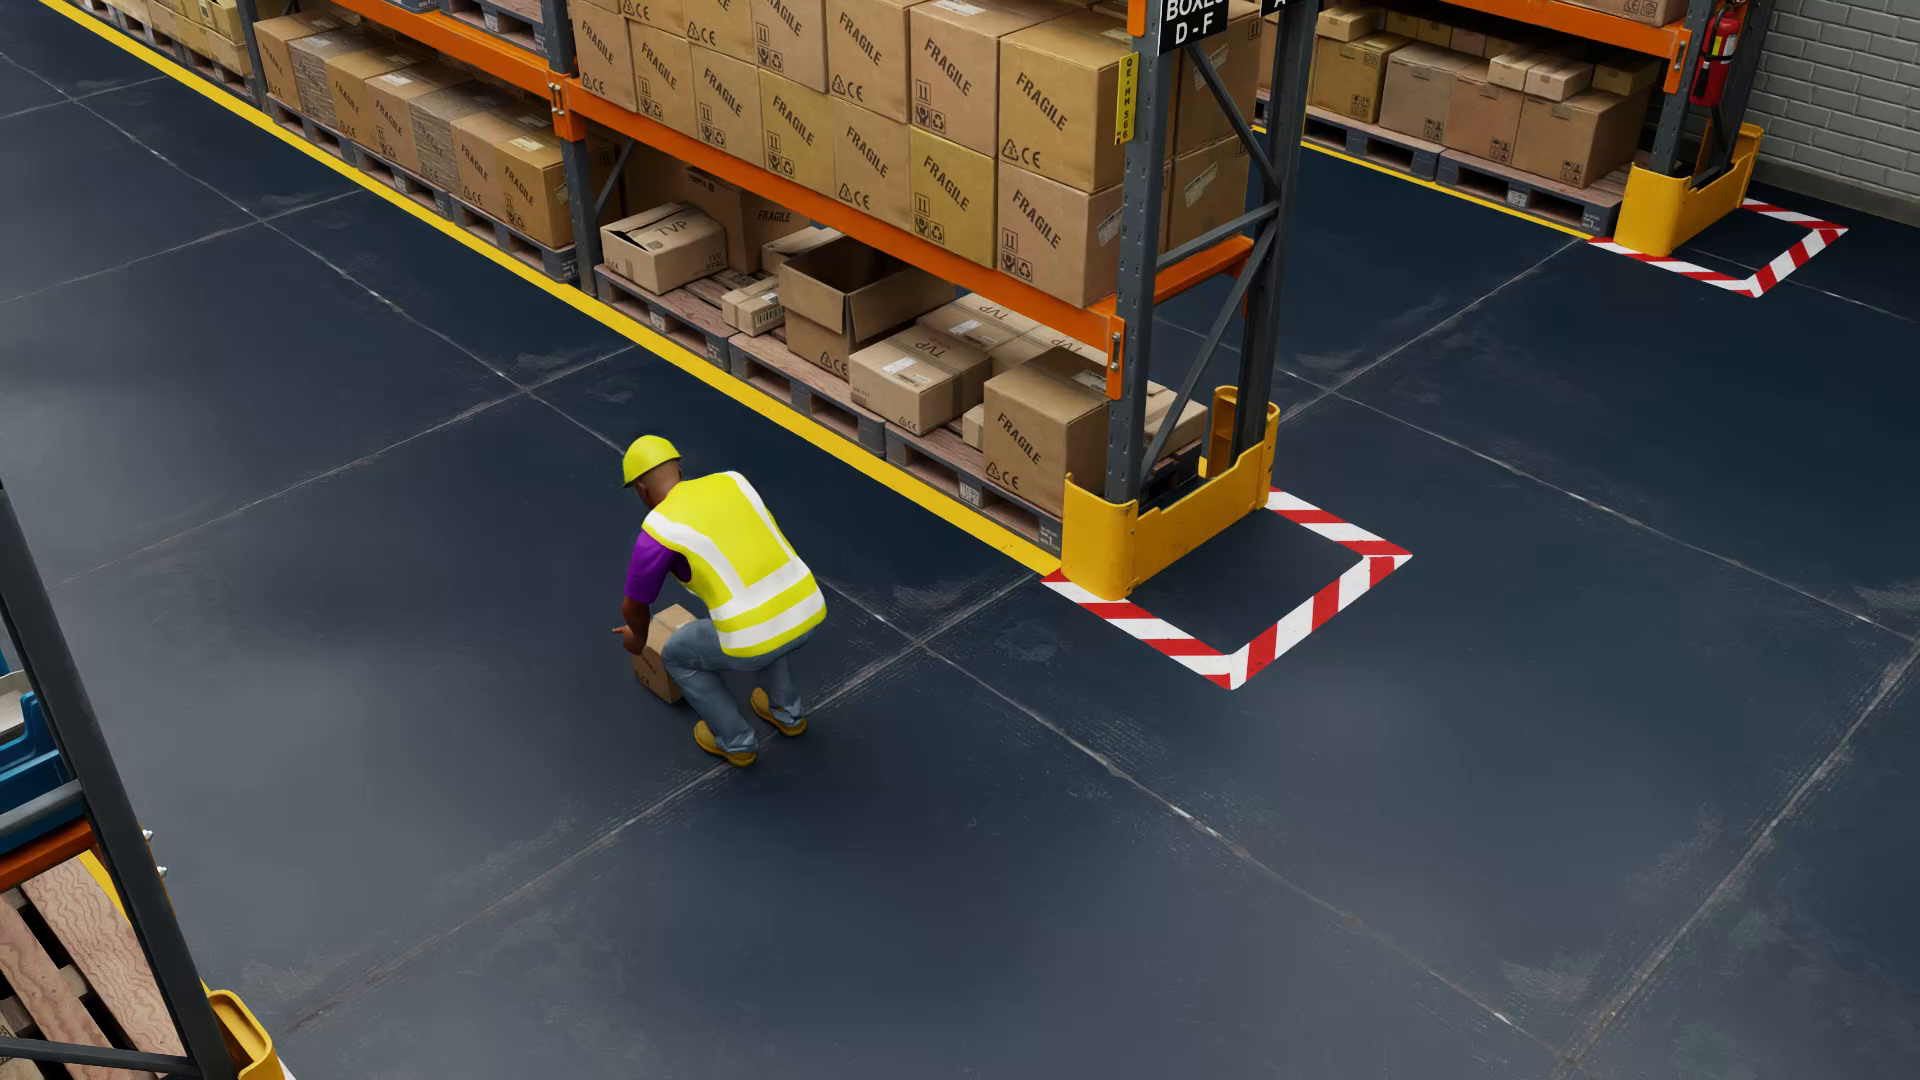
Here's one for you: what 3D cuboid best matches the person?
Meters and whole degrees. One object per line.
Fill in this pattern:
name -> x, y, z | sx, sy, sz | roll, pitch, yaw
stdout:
person -> -0.914, 0.247, 6.247 | 0.838, 1.224, 0.622 | 30, 45, 35
